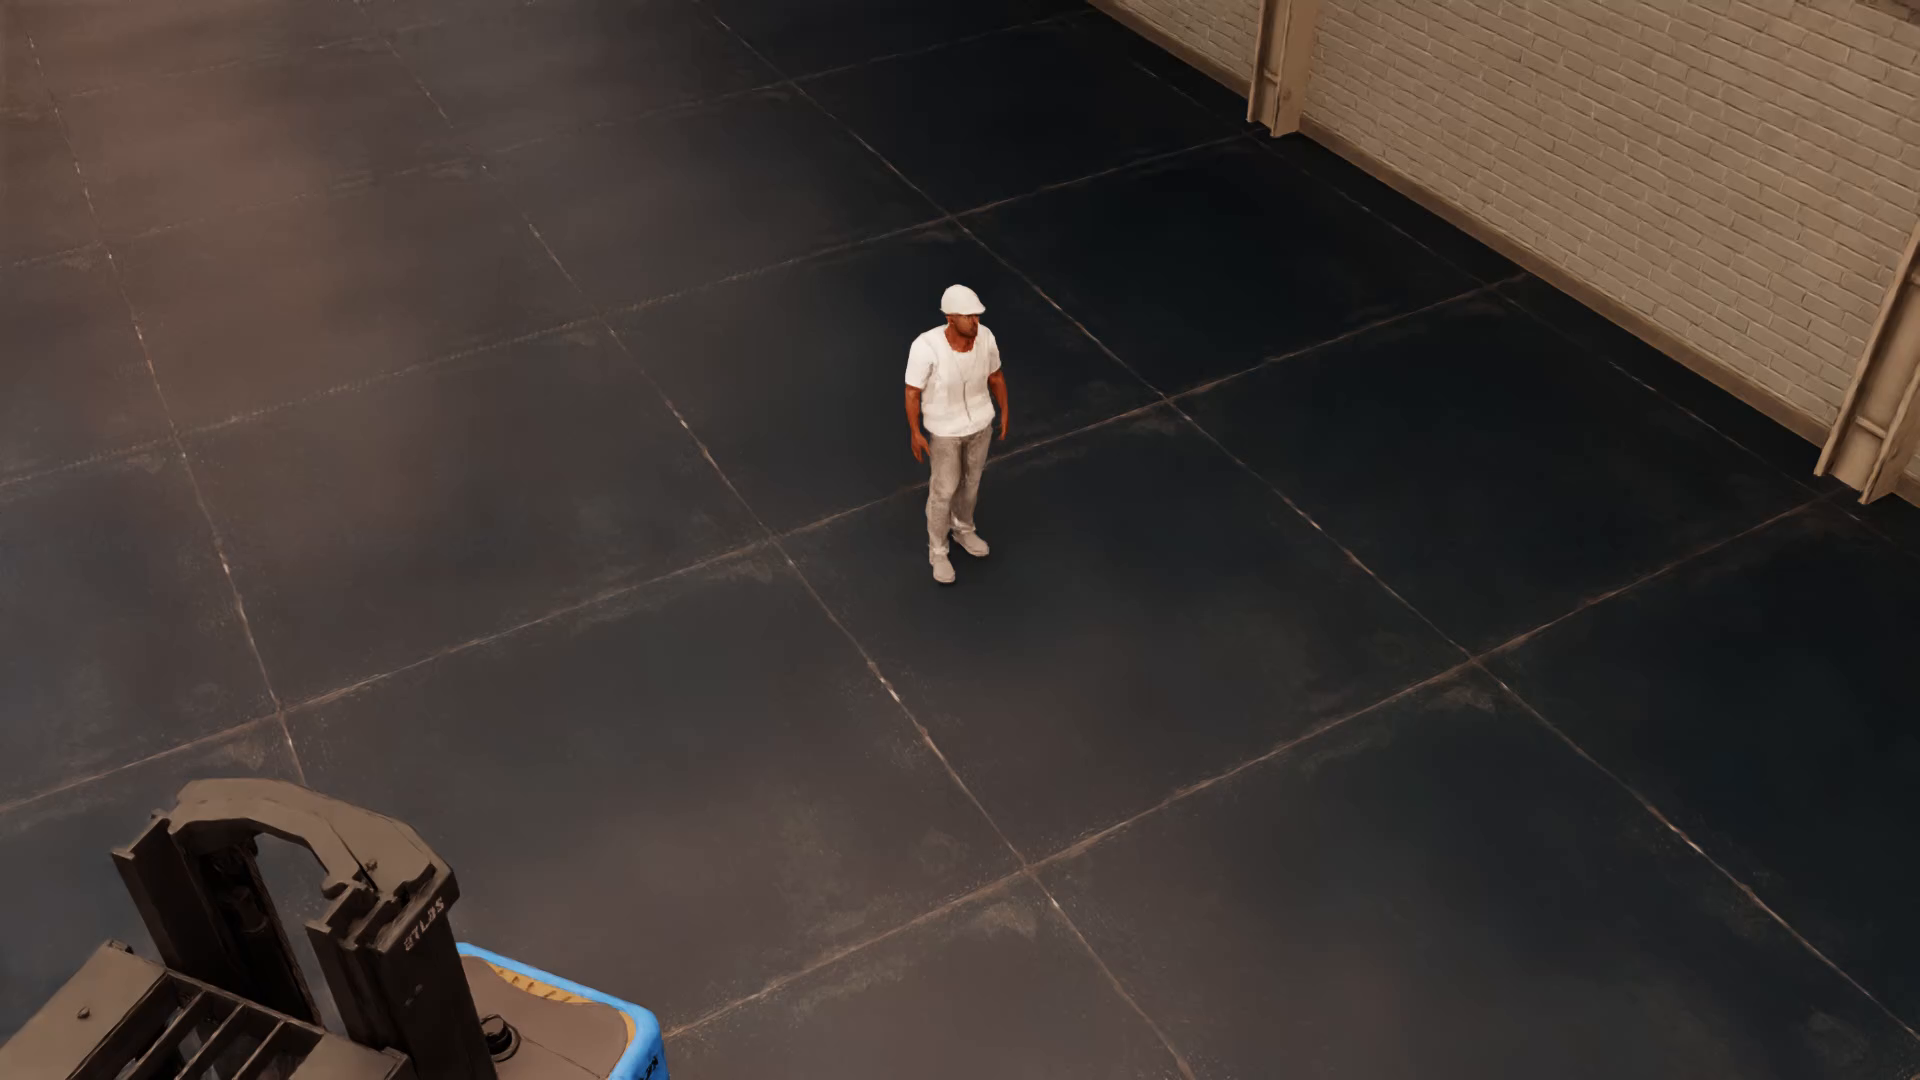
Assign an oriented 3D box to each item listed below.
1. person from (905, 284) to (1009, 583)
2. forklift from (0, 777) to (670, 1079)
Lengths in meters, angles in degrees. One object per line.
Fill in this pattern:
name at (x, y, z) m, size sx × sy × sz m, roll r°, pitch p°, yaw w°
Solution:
person at (0.030, -0.645, 9.715) m, size 0.665 × 1.766 × 0.576 m, roll -20°, pitch 44°, yaw -23°
forklift at (-2.169, 2.292, 5.273) m, size 1.130 × 2.935 × 3.031 m, roll 14°, pitch 42°, yaw 17°
